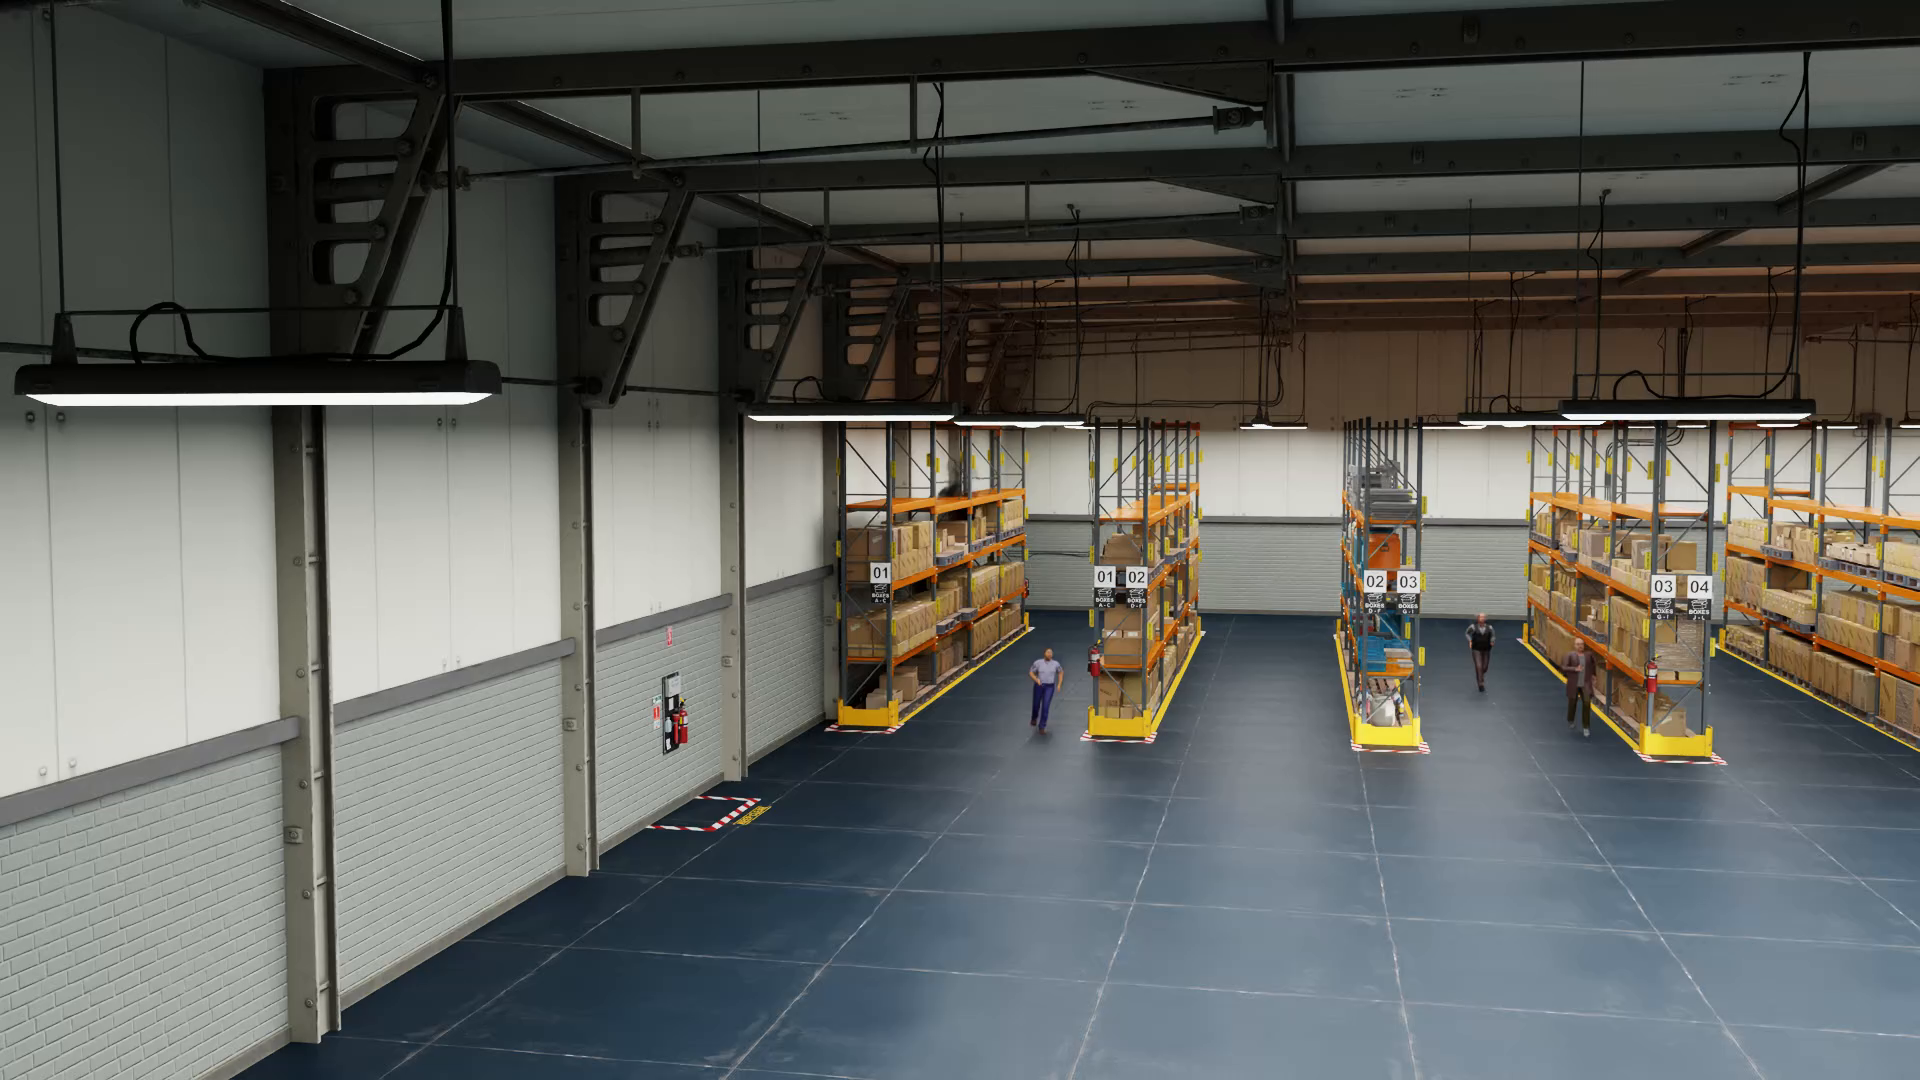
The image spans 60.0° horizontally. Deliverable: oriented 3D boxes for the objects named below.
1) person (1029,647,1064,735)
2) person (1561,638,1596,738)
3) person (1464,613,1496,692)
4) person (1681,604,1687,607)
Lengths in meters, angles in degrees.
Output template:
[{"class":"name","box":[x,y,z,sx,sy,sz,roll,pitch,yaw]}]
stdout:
[{"class":"person","box":[1.656,2.862,31.830,0.661,1.619,0.816,0,4,1]},{"class":"person","box":[11.745,2.782,31.569,0.677,1.846,0.865,1,4,10]},{"class":"person","box":[11.589,2.479,37.021,0.662,1.721,0.880,0,4,5]},{"class":"person","box":[19.574,2.010,45.083,0.462,1.604,0.668,-1,4,-20]}]
